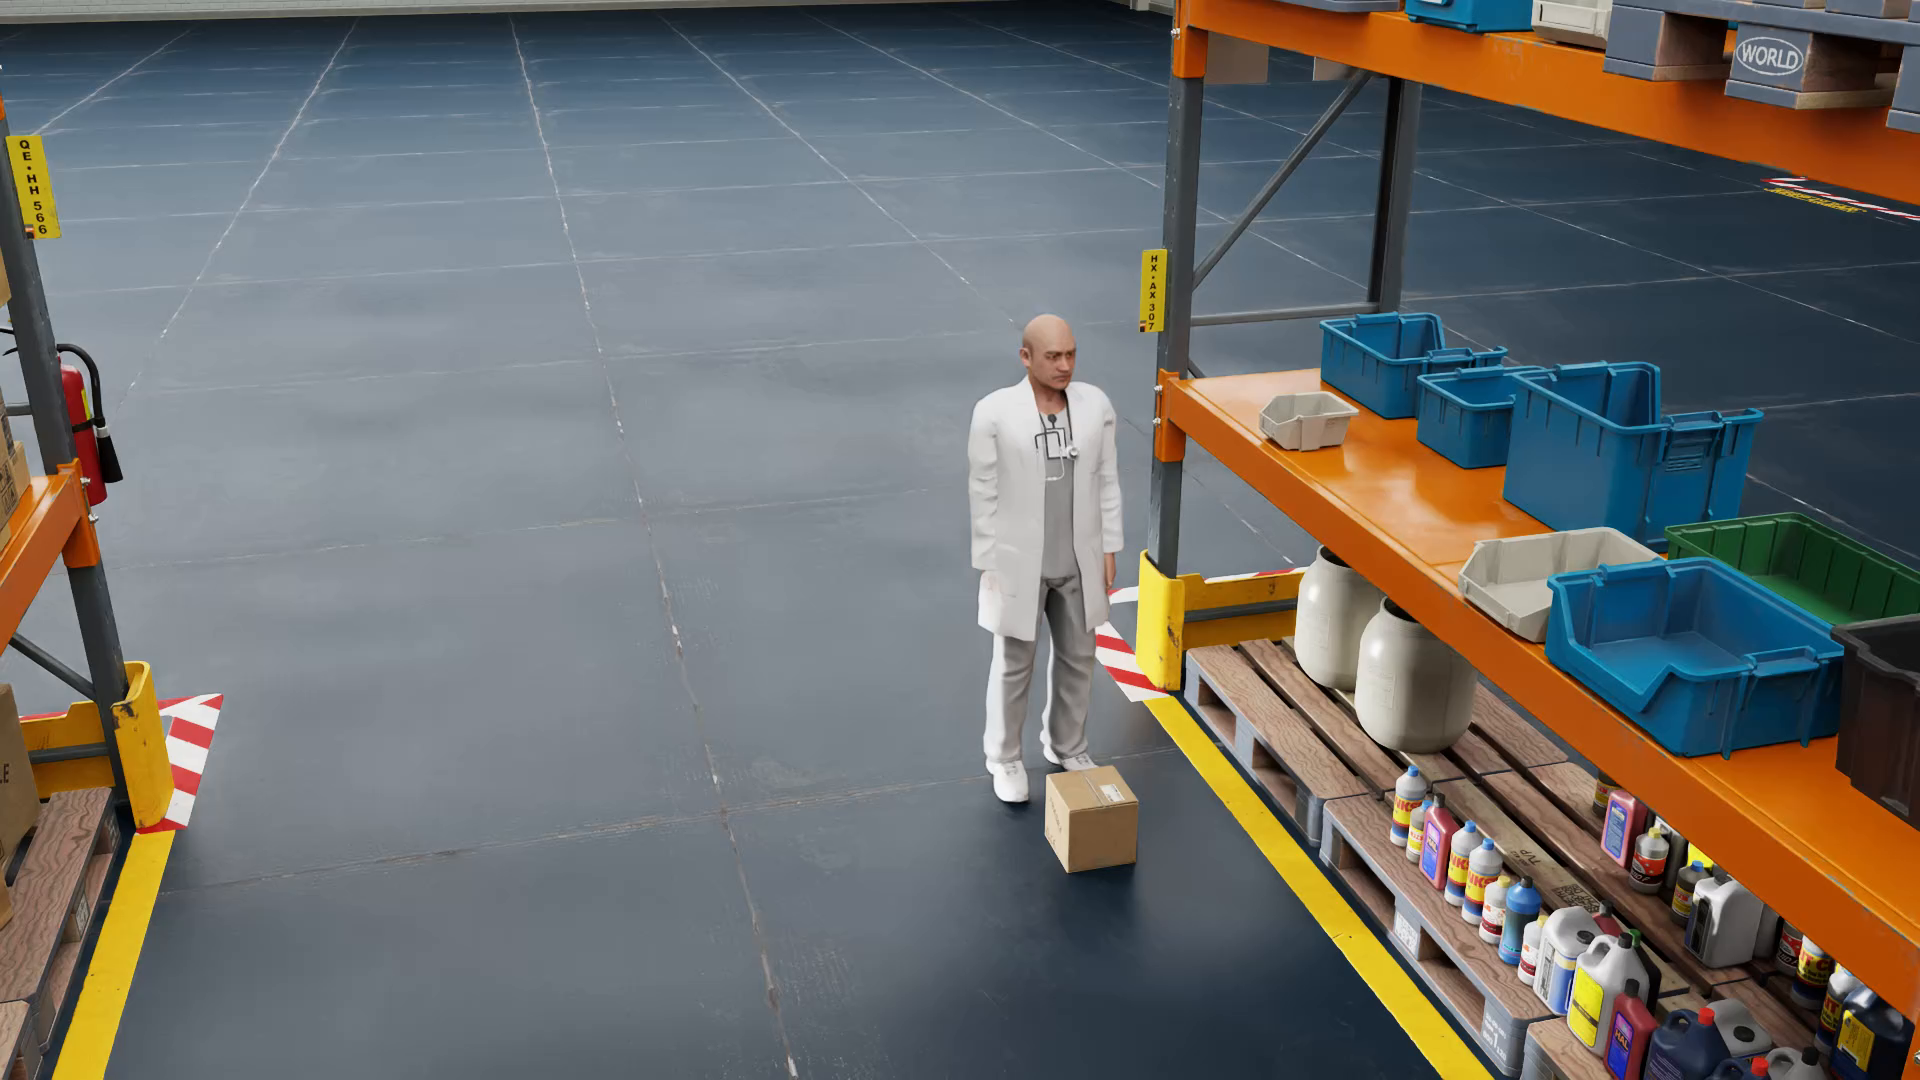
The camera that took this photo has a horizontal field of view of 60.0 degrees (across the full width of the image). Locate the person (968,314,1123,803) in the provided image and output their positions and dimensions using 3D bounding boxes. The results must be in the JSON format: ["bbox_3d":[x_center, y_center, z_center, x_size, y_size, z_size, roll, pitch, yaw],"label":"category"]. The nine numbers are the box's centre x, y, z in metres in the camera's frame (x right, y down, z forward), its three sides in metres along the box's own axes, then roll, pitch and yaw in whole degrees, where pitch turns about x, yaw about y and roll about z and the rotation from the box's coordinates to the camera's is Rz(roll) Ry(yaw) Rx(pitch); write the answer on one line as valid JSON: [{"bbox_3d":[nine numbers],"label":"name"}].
[{"bbox_3d":[0.316,0.077,5.931,0.561,1.779,0.376,-7,23,-15],"label":"person"}]
